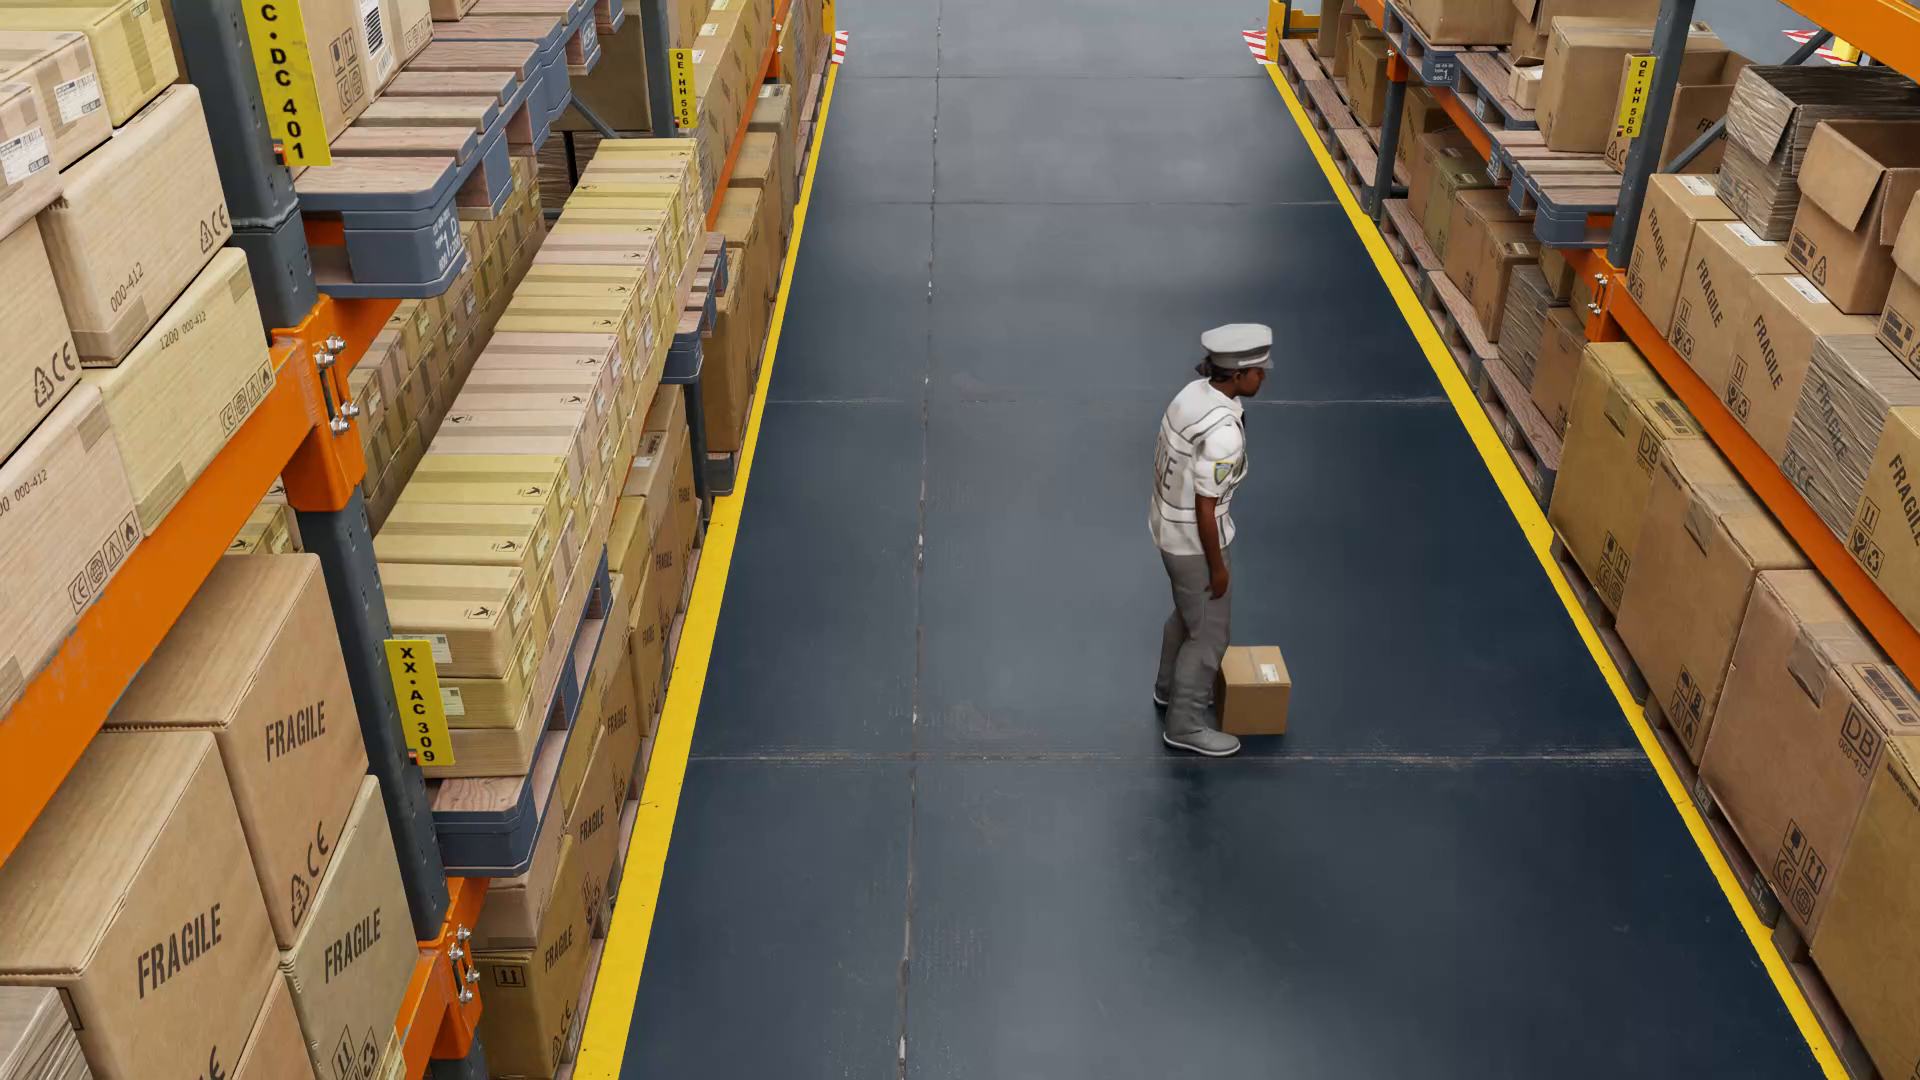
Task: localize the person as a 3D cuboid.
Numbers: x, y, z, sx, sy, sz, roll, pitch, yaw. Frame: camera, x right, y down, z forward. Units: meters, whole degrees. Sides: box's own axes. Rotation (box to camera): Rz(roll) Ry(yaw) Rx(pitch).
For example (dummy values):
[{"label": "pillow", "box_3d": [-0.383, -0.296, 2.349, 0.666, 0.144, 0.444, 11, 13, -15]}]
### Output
[{"label": "person", "box_3d": [0.900, 0.000, 6.139, 0.397, 1.656, 0.514, -1, 32, -2]}]
